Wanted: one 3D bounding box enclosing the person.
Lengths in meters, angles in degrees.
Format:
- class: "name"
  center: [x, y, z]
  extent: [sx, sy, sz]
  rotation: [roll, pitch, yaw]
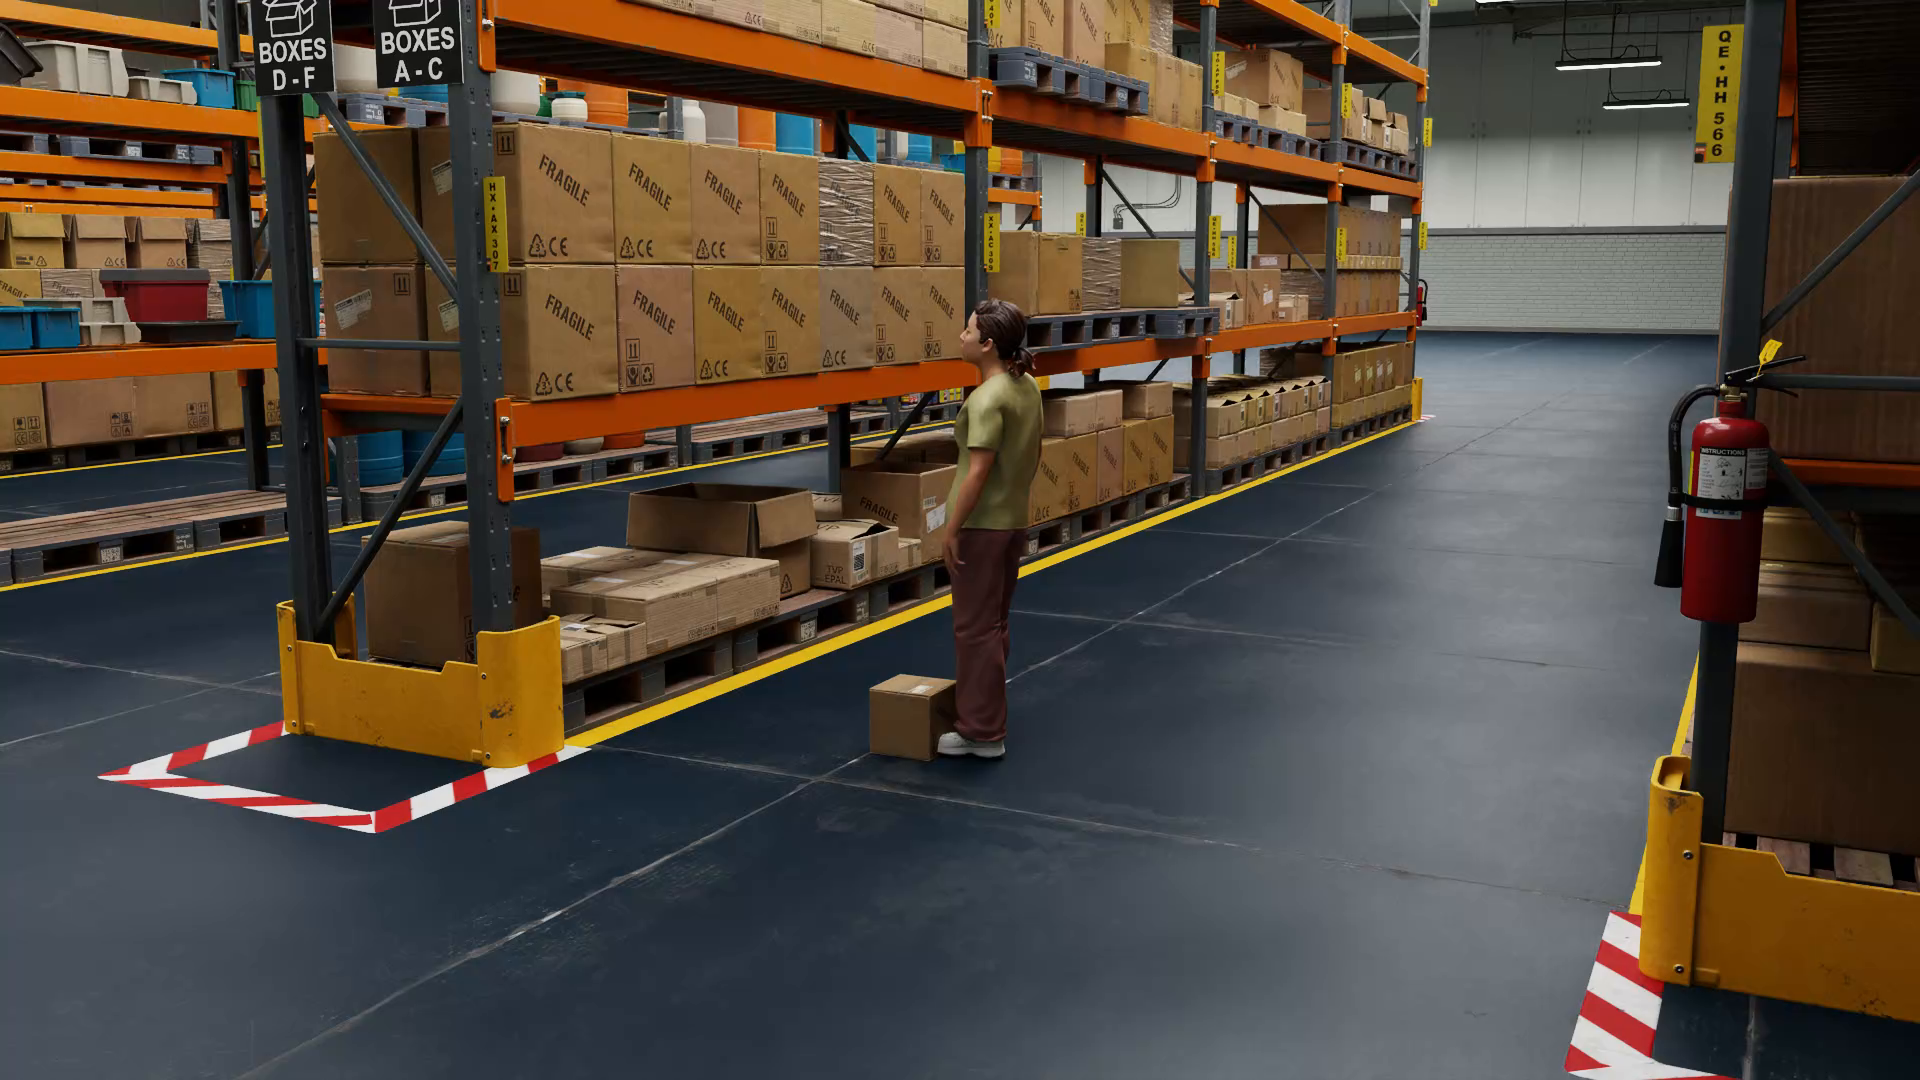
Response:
- class: "person"
  center: [0.037, -0.037, 6.049]
  extent: [0.548, 1.673, 0.554]
  rotation: [5, 10, 26]
